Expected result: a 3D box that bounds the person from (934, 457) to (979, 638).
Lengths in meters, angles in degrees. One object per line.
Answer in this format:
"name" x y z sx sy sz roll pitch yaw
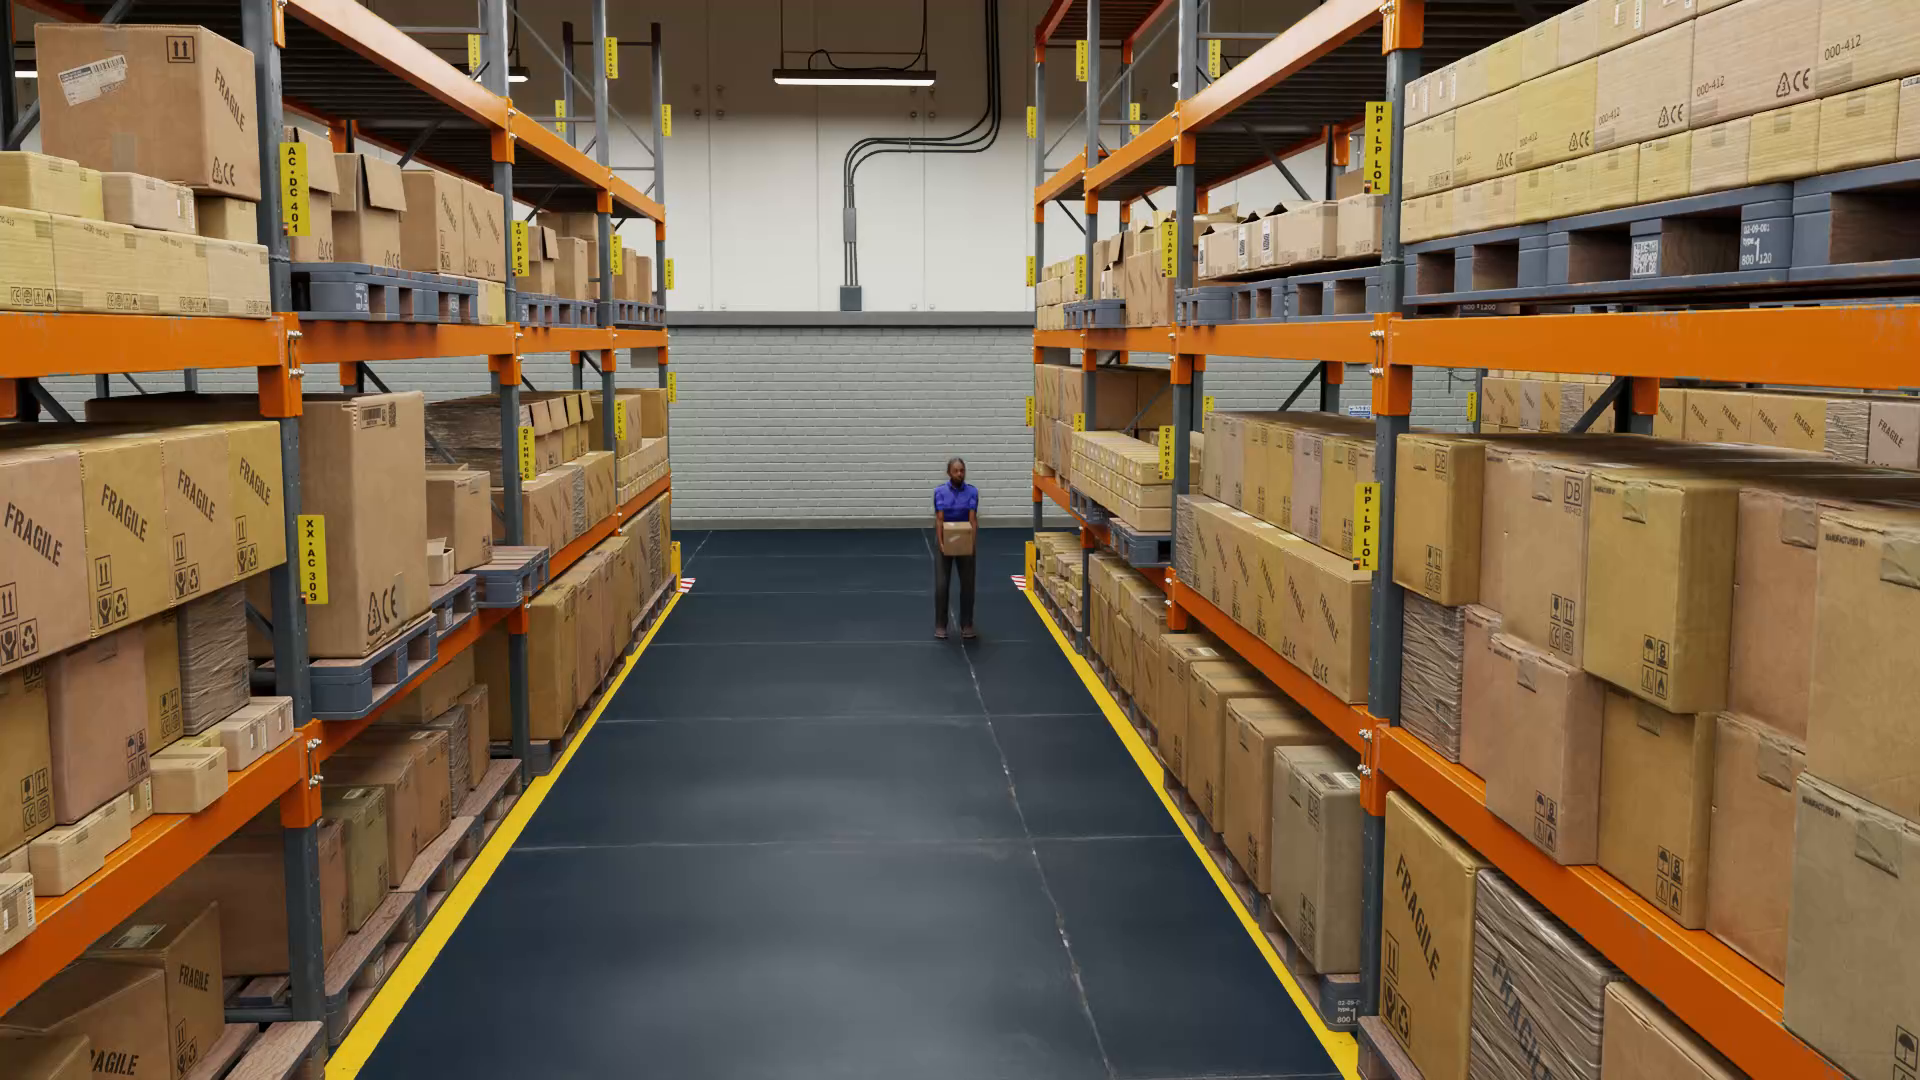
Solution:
"person" -0.031 0.077 15.197 0.413 1.655 0.516 -1 7 -5
